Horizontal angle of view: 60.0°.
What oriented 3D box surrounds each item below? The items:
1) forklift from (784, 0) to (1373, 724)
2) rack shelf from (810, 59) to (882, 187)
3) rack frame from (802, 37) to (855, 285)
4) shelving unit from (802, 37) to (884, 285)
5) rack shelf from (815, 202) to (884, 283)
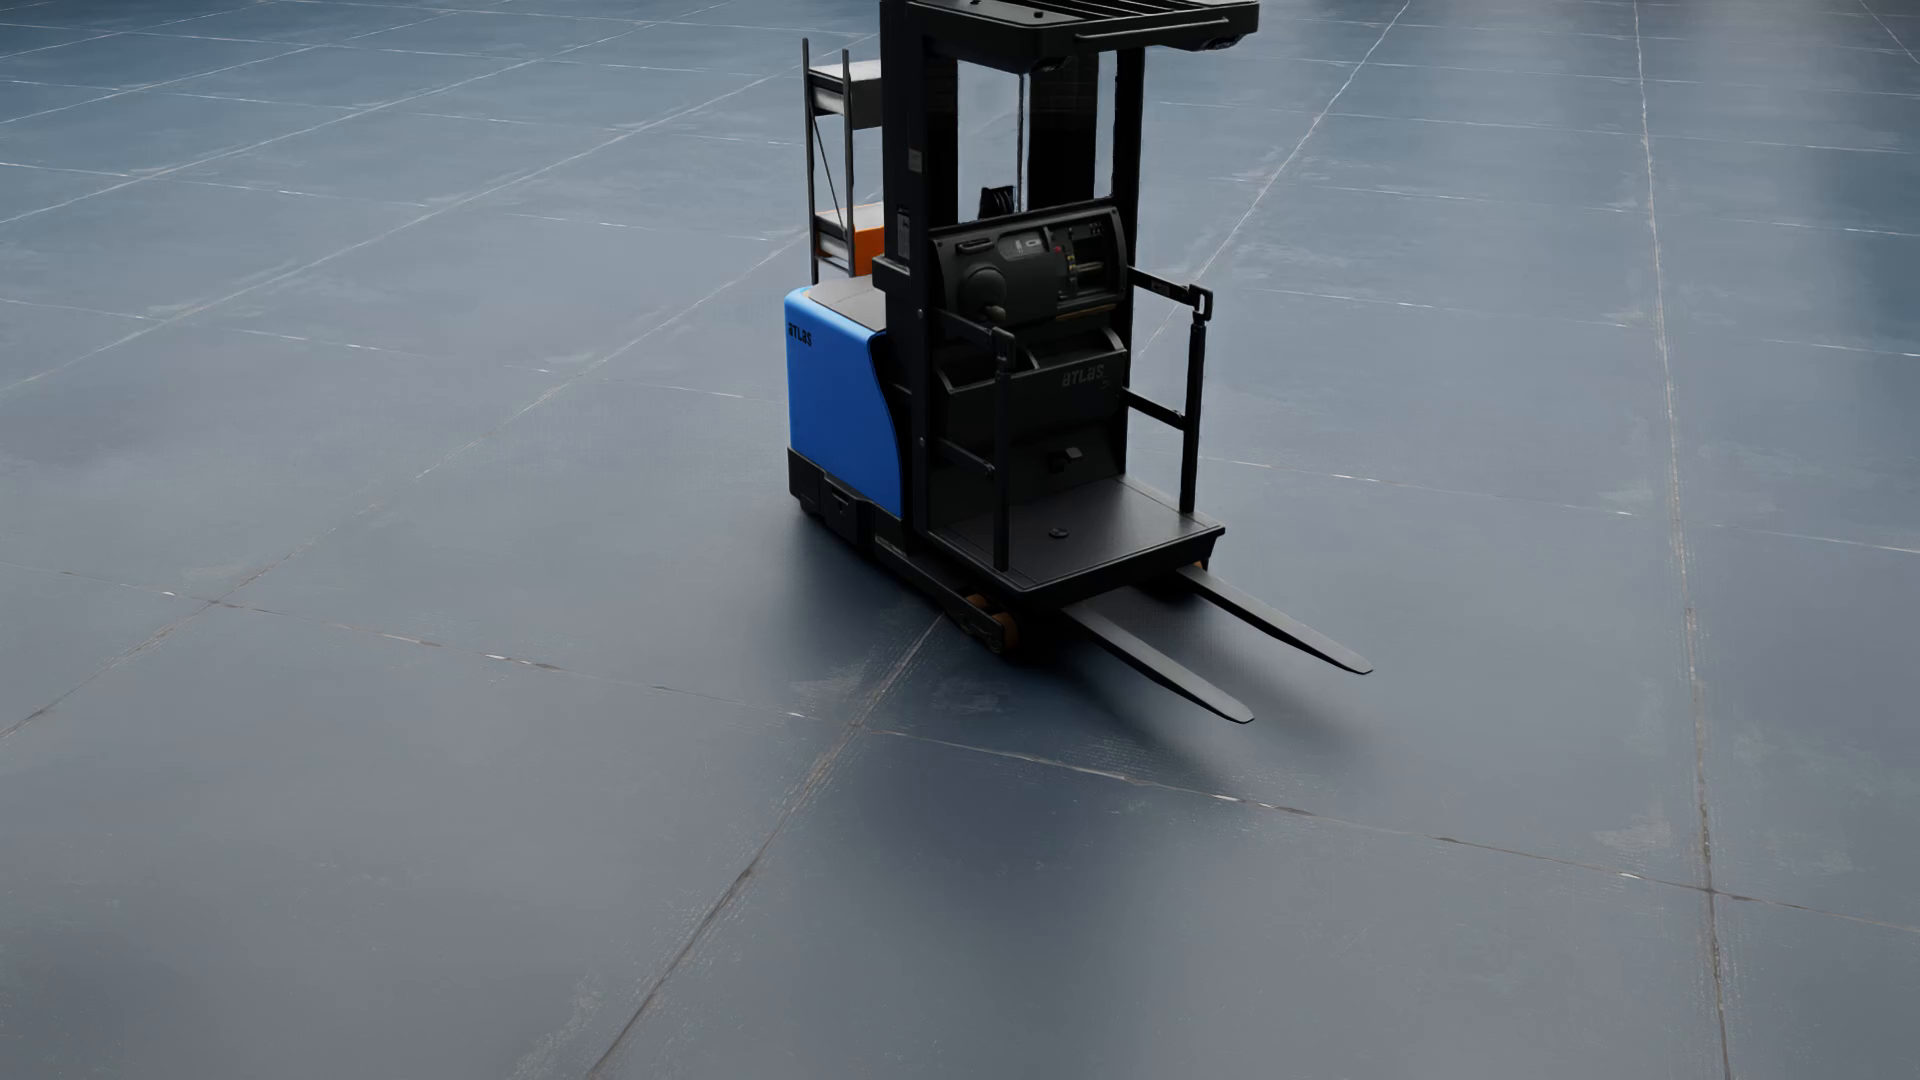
[{"bbox_3d":[0.420,-1.094,6.647,1.130,2.935,3.031,-17,30,-31],"label":"forklift"},{"bbox_3d":[-0.420,-2.017,7.932,0.480,0.518,0.431,-17,30,-31],"label":"rack shelf"},{"bbox_3d":[-0.621,-1.339,8.107,0.015,2.100,0.400,-17,30,-31],"label":"rack frame"},{"bbox_3d":[-0.420,-1.400,8.231,0.503,2.100,0.431,-17,30,-31],"label":"shelving unit"},{"bbox_3d":[-0.420,-1.387,8.237,0.480,0.518,0.431,-17,30,-31],"label":"rack shelf"}]
